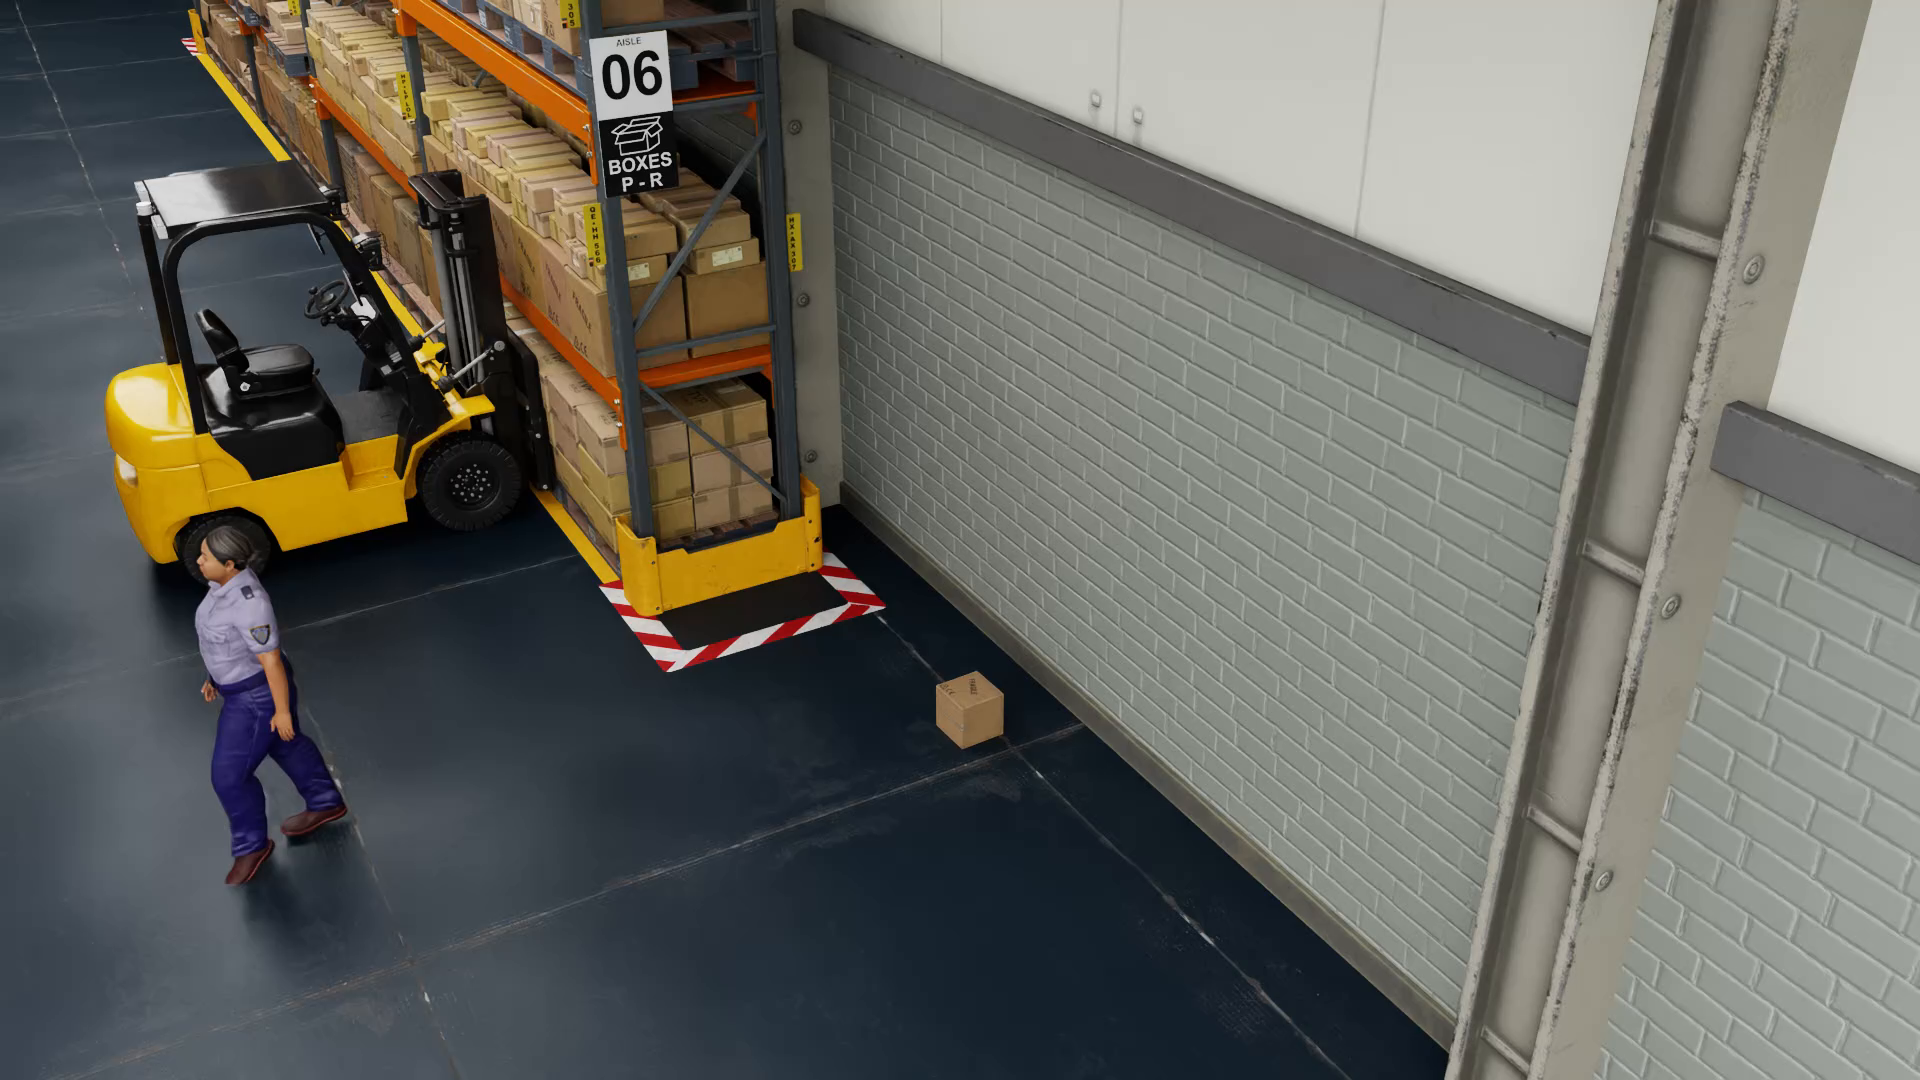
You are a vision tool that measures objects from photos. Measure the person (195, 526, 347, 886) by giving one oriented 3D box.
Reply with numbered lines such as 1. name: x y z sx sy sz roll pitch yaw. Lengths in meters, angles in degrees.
1. person: -3.142 0.716 7.343 0.605 1.705 0.514 -15 32 -25
